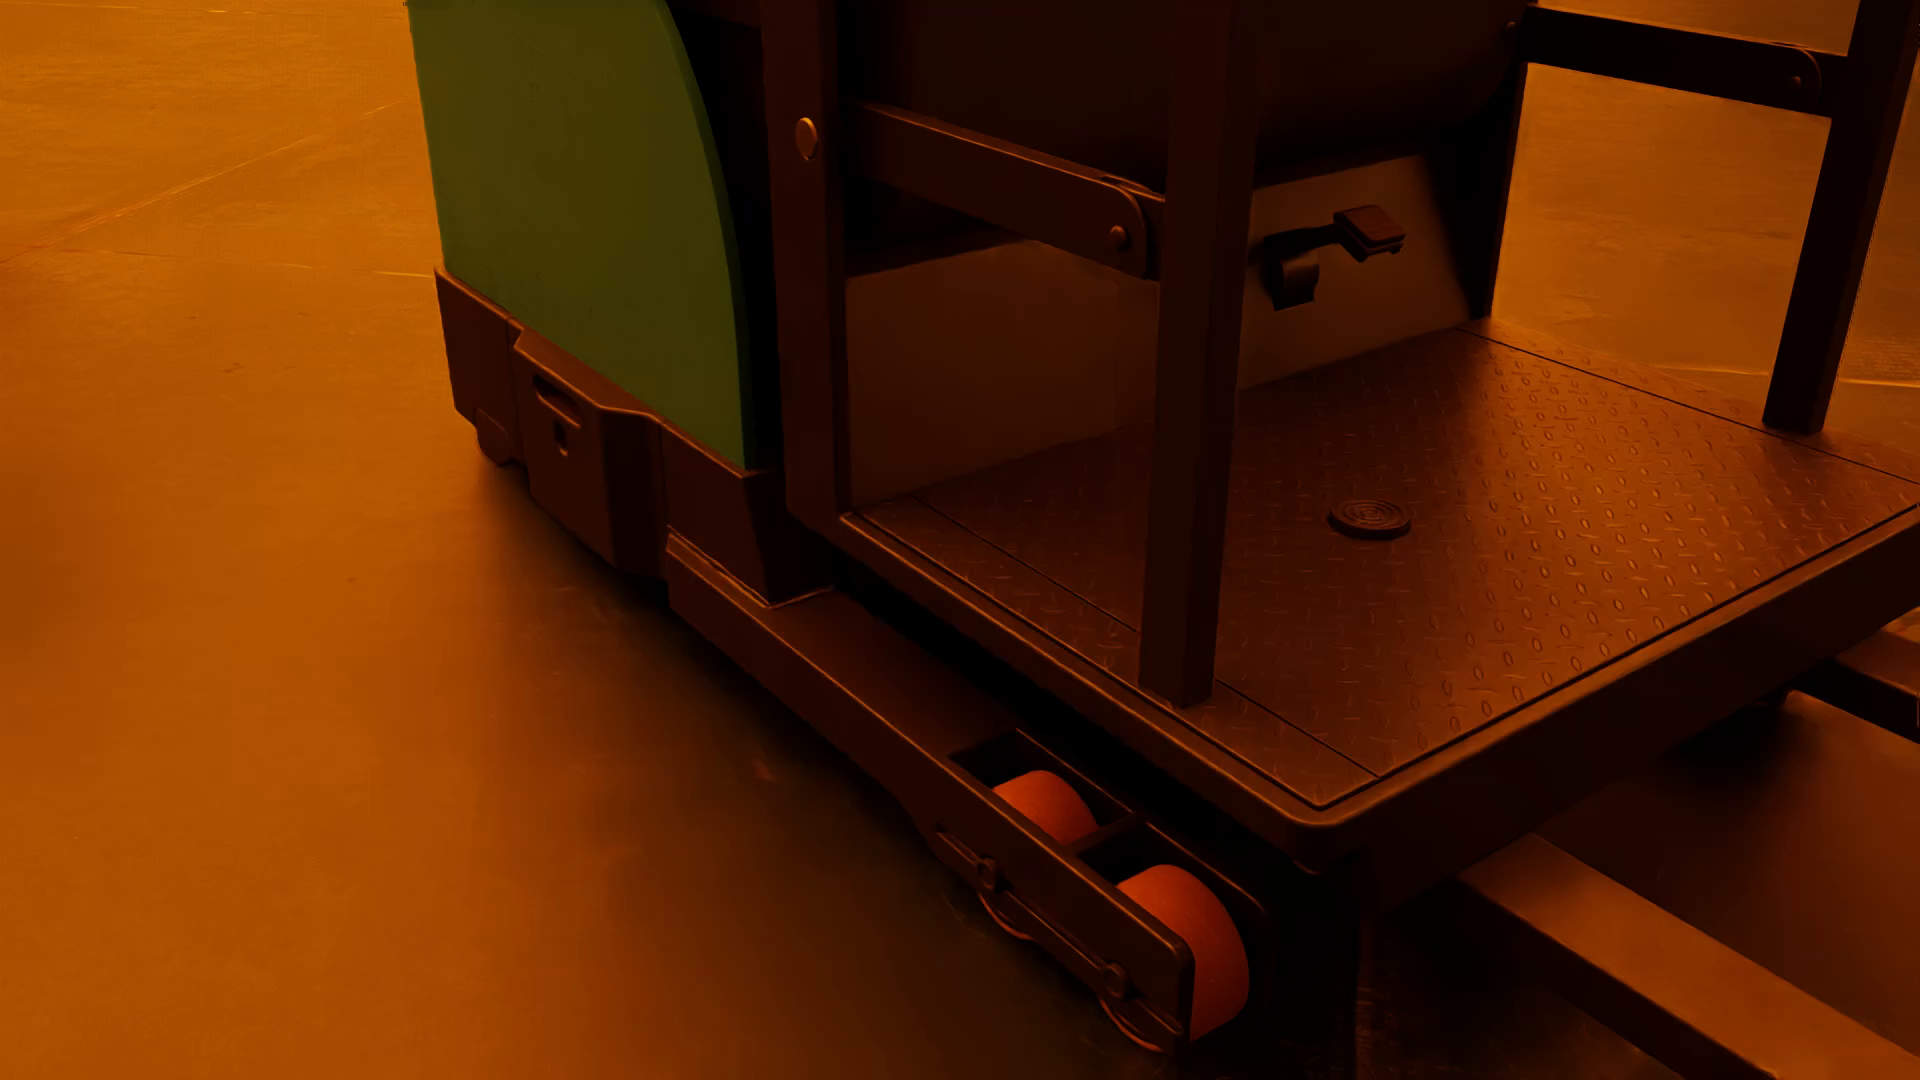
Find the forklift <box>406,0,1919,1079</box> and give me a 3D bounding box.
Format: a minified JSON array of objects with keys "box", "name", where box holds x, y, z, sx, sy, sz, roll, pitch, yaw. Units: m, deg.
[{"box":[0.426,-1.084,1.394,1.130,2.935,3.031,-18,32,-32],"name":"forklift"}]
